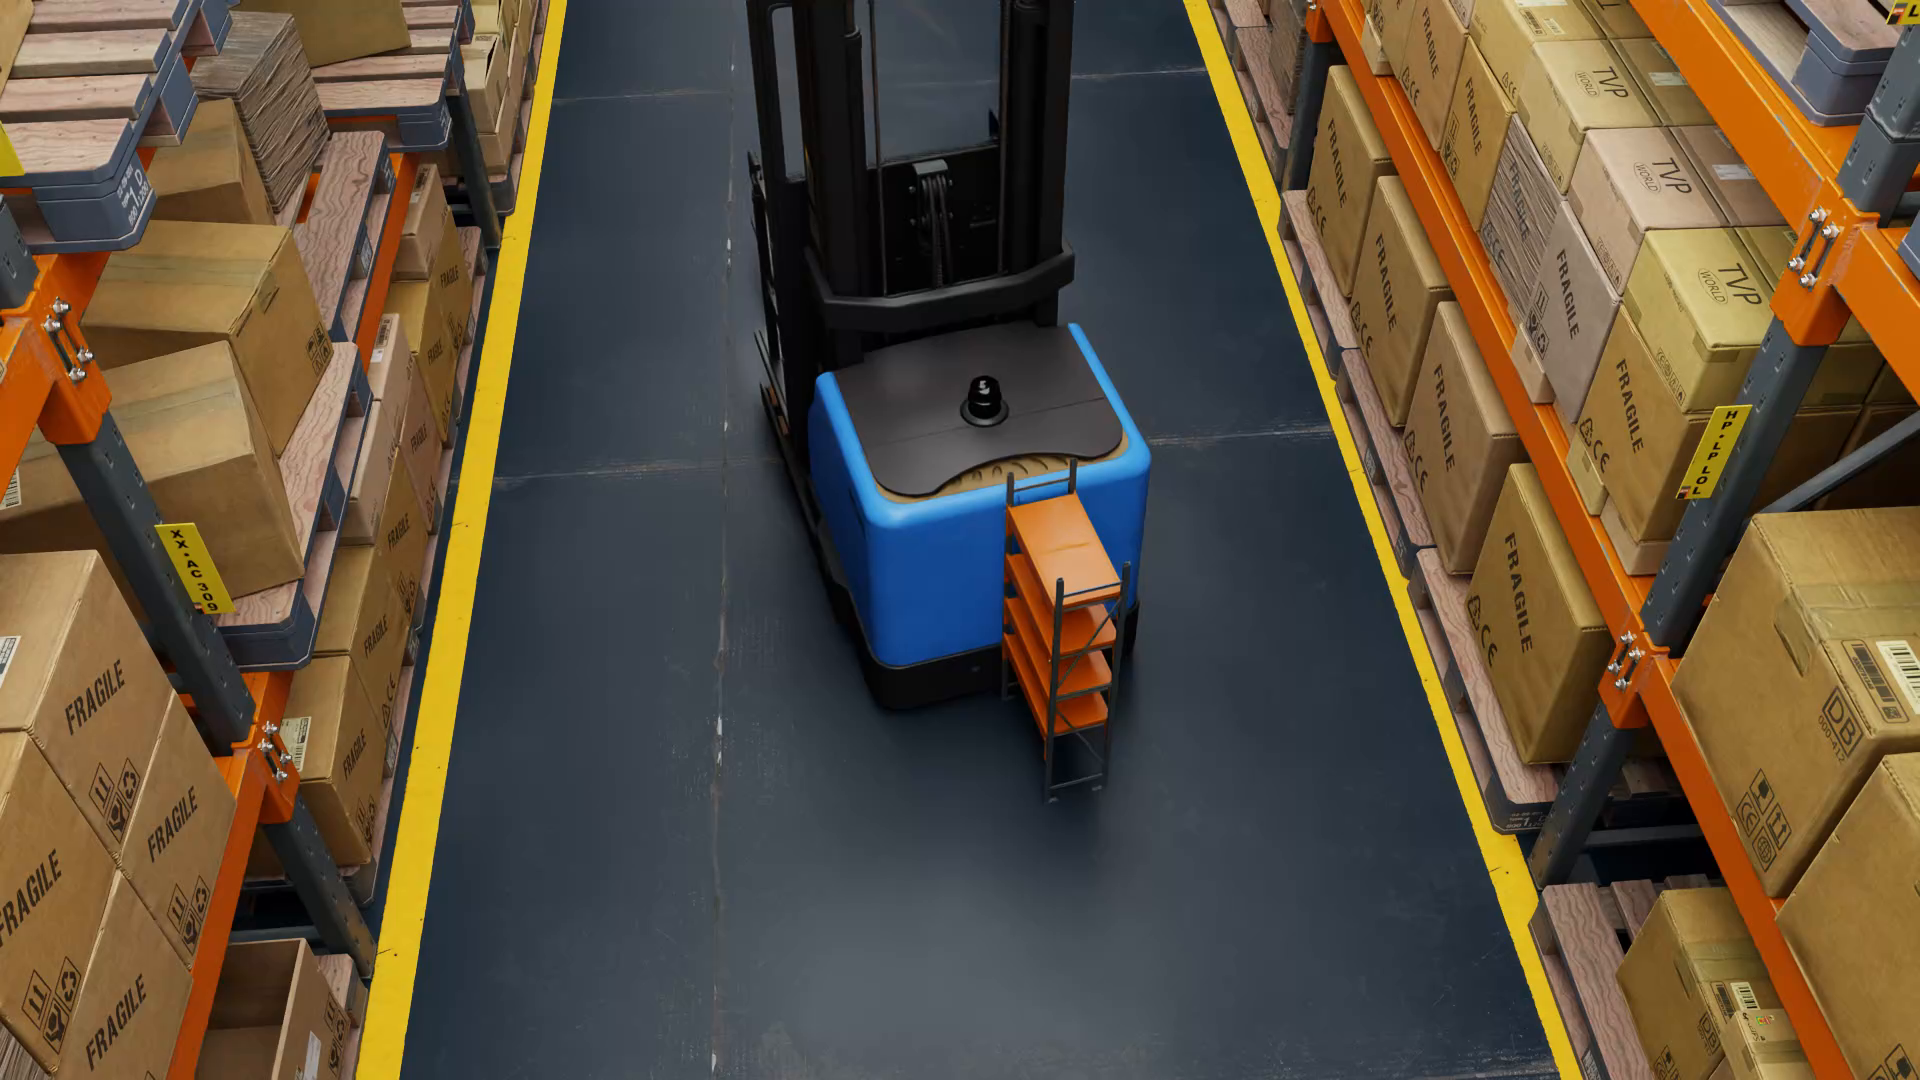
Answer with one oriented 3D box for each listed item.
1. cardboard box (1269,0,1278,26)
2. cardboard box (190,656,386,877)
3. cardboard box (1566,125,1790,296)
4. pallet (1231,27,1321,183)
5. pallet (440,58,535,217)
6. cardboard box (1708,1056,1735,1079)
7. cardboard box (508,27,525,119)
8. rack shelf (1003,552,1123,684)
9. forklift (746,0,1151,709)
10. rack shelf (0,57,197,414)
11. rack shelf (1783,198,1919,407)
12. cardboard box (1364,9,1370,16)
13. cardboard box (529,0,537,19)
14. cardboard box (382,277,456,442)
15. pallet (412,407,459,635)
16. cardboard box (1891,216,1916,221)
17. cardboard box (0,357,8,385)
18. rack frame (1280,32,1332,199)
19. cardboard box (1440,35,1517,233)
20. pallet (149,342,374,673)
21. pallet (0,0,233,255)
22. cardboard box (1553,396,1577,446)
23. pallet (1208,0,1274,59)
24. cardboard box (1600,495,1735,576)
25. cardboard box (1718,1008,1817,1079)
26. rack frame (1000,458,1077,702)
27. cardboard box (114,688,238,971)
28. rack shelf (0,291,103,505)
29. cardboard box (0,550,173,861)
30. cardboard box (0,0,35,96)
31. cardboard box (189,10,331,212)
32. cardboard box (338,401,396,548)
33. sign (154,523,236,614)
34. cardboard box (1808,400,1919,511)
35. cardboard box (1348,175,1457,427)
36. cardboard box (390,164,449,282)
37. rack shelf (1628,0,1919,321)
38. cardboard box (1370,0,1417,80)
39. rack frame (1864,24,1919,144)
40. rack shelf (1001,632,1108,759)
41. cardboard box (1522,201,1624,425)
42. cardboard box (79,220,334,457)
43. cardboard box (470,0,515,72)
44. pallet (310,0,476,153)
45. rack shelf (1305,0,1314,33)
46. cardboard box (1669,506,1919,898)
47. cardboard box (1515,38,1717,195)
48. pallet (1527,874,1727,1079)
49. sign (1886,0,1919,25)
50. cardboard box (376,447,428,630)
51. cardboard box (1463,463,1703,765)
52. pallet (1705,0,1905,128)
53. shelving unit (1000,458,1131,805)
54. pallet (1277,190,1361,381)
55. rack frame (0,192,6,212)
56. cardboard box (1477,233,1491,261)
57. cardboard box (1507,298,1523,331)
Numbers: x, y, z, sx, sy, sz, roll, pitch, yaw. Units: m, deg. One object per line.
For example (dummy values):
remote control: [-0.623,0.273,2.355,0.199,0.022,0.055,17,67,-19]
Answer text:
cardboard box: [2.111,-2.976,9.058,0.700,0.500,0.500,-4,47,-3]
cardboard box: [-2.248,0.755,5.524,0.500,0.500,0.500,-5,47,-5]
cardboard box: [2.158,-0.987,4.951,0.500,0.250,0.500,-3,47,-2]
pallet: [2.087,-2.393,9.008,1.003,0.211,1.213,-3,47,-3]
pallet: [-2.816,-2.122,8.751,1.003,0.211,1.213,-3,47,-3]
cardboard box: [2.485,1.733,4.611,0.700,0.500,0.500,-4,47,-4]
cardboard box: [-2.580,-2.442,8.738,0.500,0.250,0.500,-5,47,-4]
rack shelf: [0.343,0.233,5.624,0.258,0.148,0.480,-13,48,-12]
forklift: [-0.244,-1.471,6.261,1.130,2.935,3.031,-13,48,-12]
rack shelf: [-2.618,-1.820,4.974,1.077,0.370,4.000,-3,47,-3]
rack shelf: [2.653,0.770,2.521,1.077,0.370,4.000,-3,47,-3]
cardboard box: [1.960,-2.272,7.132,0.380,0.149,0.250,-3,47,-3]
cardboard box: [-2.672,-3.189,9.445,0.500,0.250,0.500,-3,47,-2]
cardboard box: [-2.430,-0.738,6.938,0.500,0.500,0.500,-5,47,-5]
pallet: [-2.662,-0.101,6.837,1.003,0.211,1.213,-3,47,-3]
cardboard box: [2.656,-1.021,4.983,0.500,0.250,0.500,-3,47,-3]
cardboard box: [-2.145,-0.233,3.079,0.500,0.250,0.500,-3,47,-3]
rack frame: [2.150,-2.787,7.460,1.000,3.000,0.127,-3,47,-3]
cardboard box: [2.062,-1.448,5.905,0.500,0.500,0.500,-2,47,-2]
pallet: [-2.409,-0.108,5.055,1.003,0.211,1.213,-3,47,-3]
pallet: [-2.435,-1.032,3.861,1.213,0.211,1.003,-3,47,-3]
cardboard box: [2.154,-0.412,5.370,0.380,0.149,0.250,-2,47,-2]
pallet: [1.988,-3.274,9.842,1.003,0.211,1.213,-3,47,-3]
cardboard box: [2.175,-0.040,5.018,0.380,0.149,0.250,-3,47,-3]
cardboard box: [2.293,1.406,4.475,0.380,0.149,0.250,-2,47,-2]
rack frame: [0.271,0.171,5.898,0.240,1.200,0.015,-13,48,-12]
cardboard box: [-2.153,0.723,4.067,0.500,0.500,0.500,-3,47,-3]
rack shelf: [-2.283,1.074,2.233,1.077,0.370,4.000,-3,47,-3]
cardboard box: [-2.150,0.383,3.700,0.500,0.500,0.500,-3,47,-3]
cardboard box: [-2.419,-1.202,3.466,0.600,0.600,0.600,-8,47,-7]
cardboard box: [-2.734,-1.540,5.921,0.700,0.500,0.500,4,47,4]
cardboard box: [-2.332,-0.227,5.937,0.500,0.250,0.500,-3,47,-3]
sign: [-1.911,0.075,4.153,0.100,0.325,0.005,-3,47,-3]
cardboard box: [2.698,-0.384,4.897,0.500,0.500,0.500,-5,47,-5]
cardboard box: [2.148,-1.018,6.976,0.750,0.750,0.750,-4,47,-3]
cardboard box: [-2.464,-1.330,6.982,0.500,0.250,0.500,-2,47,-2]
rack shelf: [2.318,-2.124,5.261,1.077,0.370,4.000,-3,47,-3]
cardboard box: [1.971,-2.184,6.601,0.500,0.500,0.500,-2,47,-2]
rack frame: [2.485,-1.956,2.541,1.000,3.000,0.127,-3,47,-3]
rack shelf: [0.343,0.523,5.931,0.258,0.148,0.480,-13,48,-12]
cardboard box: [2.143,-0.723,5.218,0.500,0.500,0.500,-3,47,-3]
cardboard box: [-2.388,-0.618,5.047,0.700,0.500,0.500,3,47,3]
cardboard box: [-2.589,-2.651,8.550,0.500,0.311,0.500,-5,47,-4]
pallet: [-2.659,-1.931,6.781,1.213,0.211,1.003,-3,47,-3]
rack shelf: [1.983,-3.986,9.091,1.077,0.370,4.000,-3,47,-3]
cardboard box: [2.514,0.398,4.237,0.980,0.700,0.700,-3,47,-3]
cardboard box: [2.115,-1.356,5.301,0.500,0.250,0.500,-3,47,-3]
pallet: [2.471,1.621,5.206,1.003,0.211,1.213,-3,47,-3]
sign: [1.945,-1.170,3.290,0.100,0.325,0.005,-3,47,-3]
cardboard box: [-2.338,0.007,6.232,0.500,0.500,0.500,-3,47,-3]
cardboard box: [2.301,0.240,5.785,0.750,0.750,0.750,-3,47,-3]
pallet: [2.359,-1.519,4.325,0.805,0.209,1.217,-5,47,-5]
shelving unit: [0.343,0.341,5.738,0.258,1.200,0.503,-13,48,-12]
pallet: [2.141,-1.253,7.928,1.003,0.211,1.213,-3,47,-3]
rack frame: [-2.451,-1.652,2.253,1.000,3.000,0.127,-3,47,-3]
cardboard box: [2.101,-1.155,6.074,0.380,0.149,0.250,-2,47,-2]
cardboard box: [2.118,-0.780,5.719,0.380,0.149,0.250,-3,47,-3]
